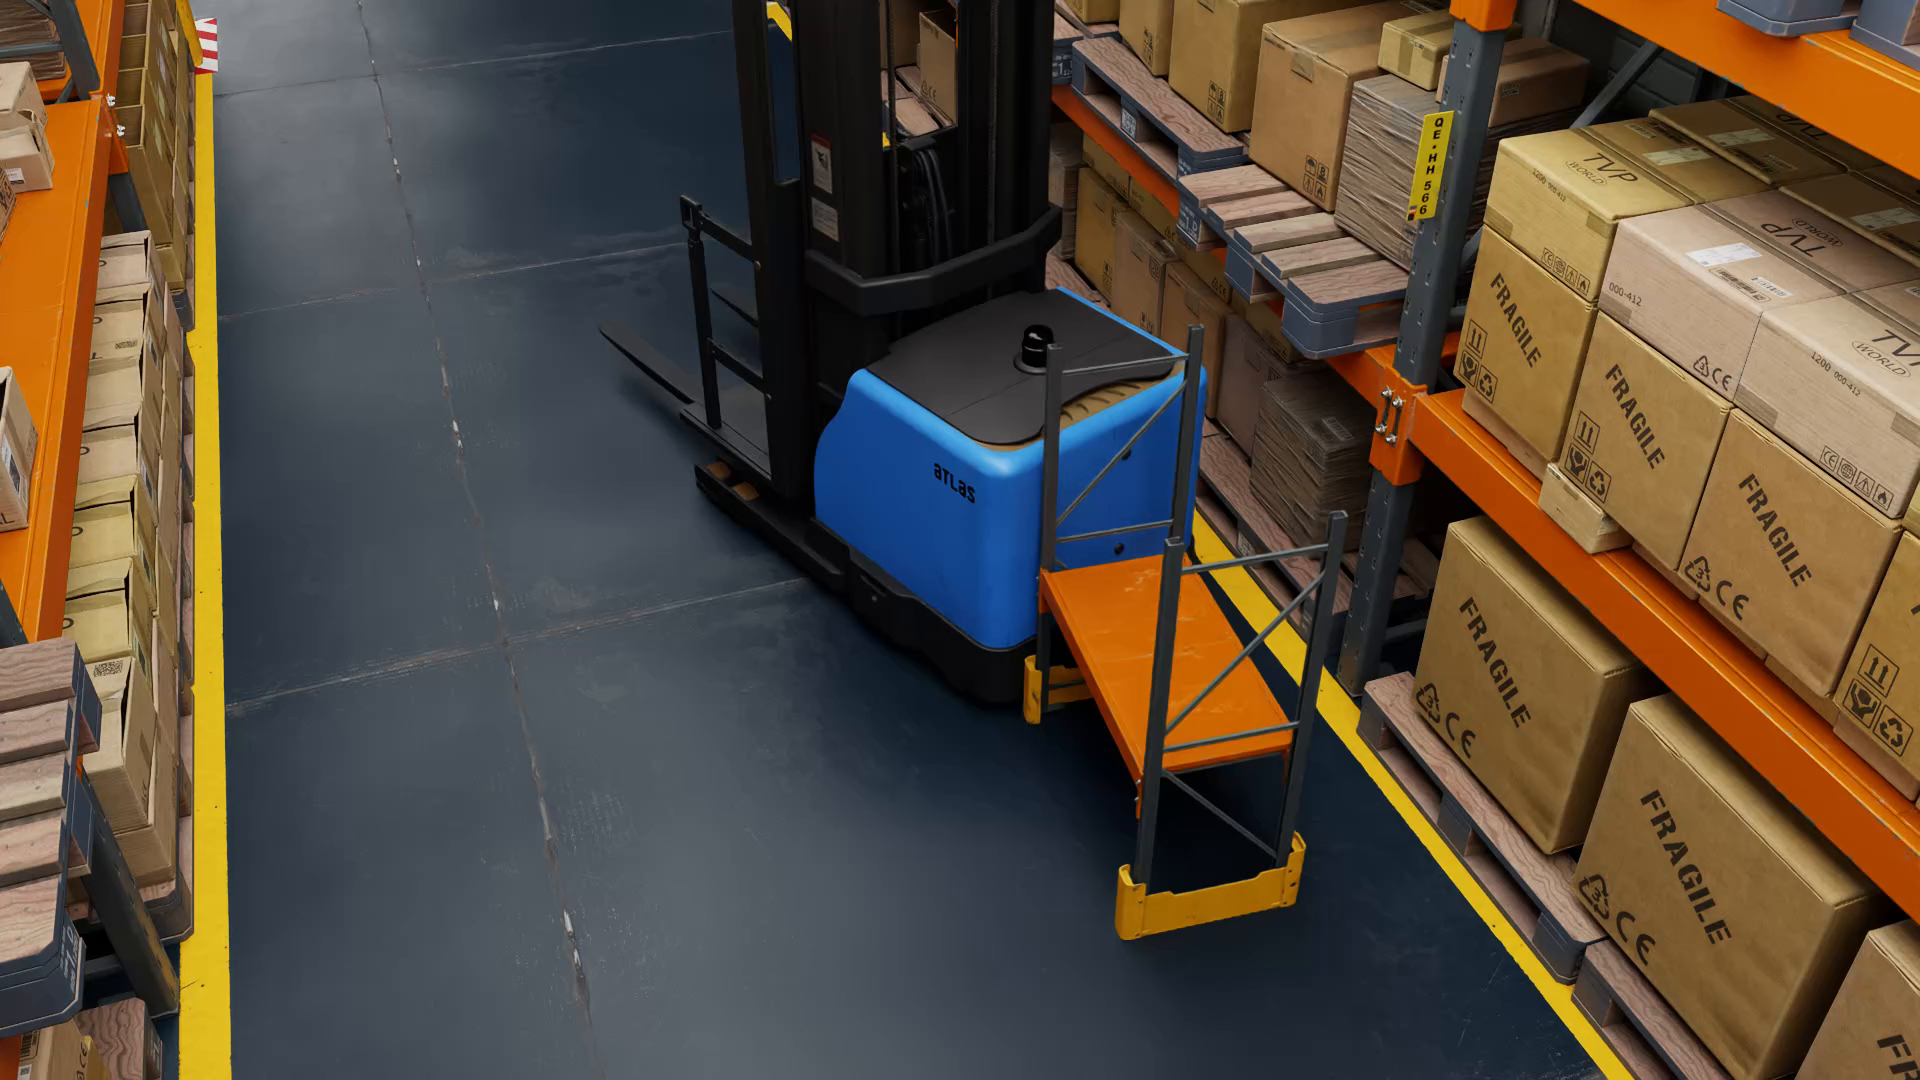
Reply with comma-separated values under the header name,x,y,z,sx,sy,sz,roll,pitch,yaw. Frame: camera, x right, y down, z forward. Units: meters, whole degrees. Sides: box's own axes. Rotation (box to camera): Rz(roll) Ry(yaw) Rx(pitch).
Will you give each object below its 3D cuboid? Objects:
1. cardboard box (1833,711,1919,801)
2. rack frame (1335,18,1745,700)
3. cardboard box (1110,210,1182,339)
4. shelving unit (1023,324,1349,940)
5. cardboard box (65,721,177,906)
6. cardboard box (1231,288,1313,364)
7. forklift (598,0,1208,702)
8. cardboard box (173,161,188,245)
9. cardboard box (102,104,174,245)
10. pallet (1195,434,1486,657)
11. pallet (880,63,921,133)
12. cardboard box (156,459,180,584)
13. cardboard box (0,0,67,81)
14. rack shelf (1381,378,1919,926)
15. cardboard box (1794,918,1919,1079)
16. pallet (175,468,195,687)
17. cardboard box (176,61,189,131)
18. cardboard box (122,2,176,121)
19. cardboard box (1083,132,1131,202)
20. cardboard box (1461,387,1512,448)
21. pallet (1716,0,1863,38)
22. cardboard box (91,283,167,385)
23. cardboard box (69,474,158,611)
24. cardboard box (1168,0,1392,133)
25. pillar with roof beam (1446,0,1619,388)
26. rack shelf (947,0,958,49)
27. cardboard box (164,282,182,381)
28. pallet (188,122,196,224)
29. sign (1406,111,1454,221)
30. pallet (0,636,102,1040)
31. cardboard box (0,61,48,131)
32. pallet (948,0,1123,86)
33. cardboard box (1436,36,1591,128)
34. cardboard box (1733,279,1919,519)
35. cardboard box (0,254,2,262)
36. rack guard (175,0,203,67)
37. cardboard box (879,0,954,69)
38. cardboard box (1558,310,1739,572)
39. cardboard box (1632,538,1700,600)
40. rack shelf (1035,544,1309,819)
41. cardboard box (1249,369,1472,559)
name,x,y,z,sx,sy,sz,roll,pitch,yaw
cardboard box,2.295,0.430,3.878,0.380,0.149,0.250,-12,39,-16
rack frame,1.861,-0.760,5.266,1.000,3.000,0.127,-12,39,-16
cardboard box,1.116,-1.207,7.571,0.700,0.500,0.500,-12,39,-15
shelving unit,0.642,0.277,5.136,0.587,1.500,1.083,-9,38,-12
cardboard box,-2.693,0.841,5.076,0.500,0.250,0.500,-13,39,-16
cardboard box,1.427,-0.968,6.631,0.500,0.250,0.500,-12,39,-15
forklift,-0.449,-1.414,6.191,1.130,2.935,3.031,-27,44,-31
cardboard box,-4.207,-1.670,8.410,0.500,0.250,0.500,-12,39,-16
cardboard box,-4.031,-1.688,7.811,0.500,0.500,0.500,-12,39,-16
pallet,1.594,-0.088,6.692,1.003,0.211,1.213,-12,39,-16
pallet,-0.203,-2.969,10.516,1.003,0.211,1.213,-12,39,-16
cardboard box,-3.228,-0.025,6.226,0.500,0.250,0.500,-12,39,-15
cardboard box,-4.324,-2.282,7.203,0.700,0.500,0.500,-13,39,-17
rack shelf,2.549,0.657,3.983,1.077,0.370,4.000,-12,39,-16
cardboard box,2.583,1.348,3.905,0.750,0.750,0.750,-11,38,-15
pallet,-3.452,0.220,6.283,1.003,0.211,1.213,-12,39,-16
cardboard box,-4.723,-2.518,9.536,0.500,0.250,0.500,-12,39,-16
cardboard box,-4.549,-2.535,8.935,0.500,0.500,0.500,-12,39,-16
cardboard box,0.908,-1.836,7.784,0.500,0.250,0.500,-13,39,-17
cardboard box,1.757,-0.434,5.025,0.380,0.149,0.250,-13,39,-17
pallet,2.132,-1.530,3.953,1.213,0.211,1.003,-11,38,-14
cardboard box,-3.572,-0.824,6.821,0.500,0.311,0.500,-11,38,-15
cardboard box,-3.055,0.034,5.683,0.500,0.311,0.500,-13,39,-17
cardboard box,1.240,-1.939,6.382,0.700,0.500,0.500,-12,39,-16
pillar with roof beam,-1.816,-3.179,3.491,9.100,9.000,0.400,-12,39,-16
rack shelf,-0.204,-3.863,9.983,1.077,0.370,4.000,-12,39,-16
cardboard box,-3.750,-0.888,7.372,0.500,0.250,0.500,-13,39,-16
pallet,-4.823,-2.027,9.265,1.003,0.211,1.213,-12,39,-16
sign,1.355,-1.074,4.786,0.100,0.325,0.005,-12,39,-16
pallet,-2.490,0.712,3.471,1.213,0.211,1.003,-12,39,-16
cardboard box,-3.955,-1.663,6.590,0.500,0.250,0.500,-10,38,-13
pallet,0.611,-2.482,7.711,1.003,0.211,1.213,-12,39,-16
cardboard box,1.714,-1.424,5.159,0.380,0.149,0.250,-18,40,-22
cardboard box,2.137,-0.332,3.727,0.500,0.250,0.500,-12,39,-16
cardboard box,-3.563,-1.015,5.521,0.500,0.500,0.500,-12,39,-16
rack guard,-5.550,-3.267,10.672,1.175,0.500,0.348,-12,39,-16
cardboard box,-0.337,-3.301,10.351,0.700,0.500,0.500,-15,39,-19
cardboard box,1.959,-0.302,4.311,0.500,0.500,0.500,-11,38,-14
cardboard box,2.050,-0.006,4.457,0.380,0.149,0.250,-13,39,-16
rack shelf,0.640,0.415,5.251,0.538,0.185,1.000,-9,38,-12
cardboard box,1.564,-0.334,6.412,0.700,0.500,0.500,-12,39,-15
